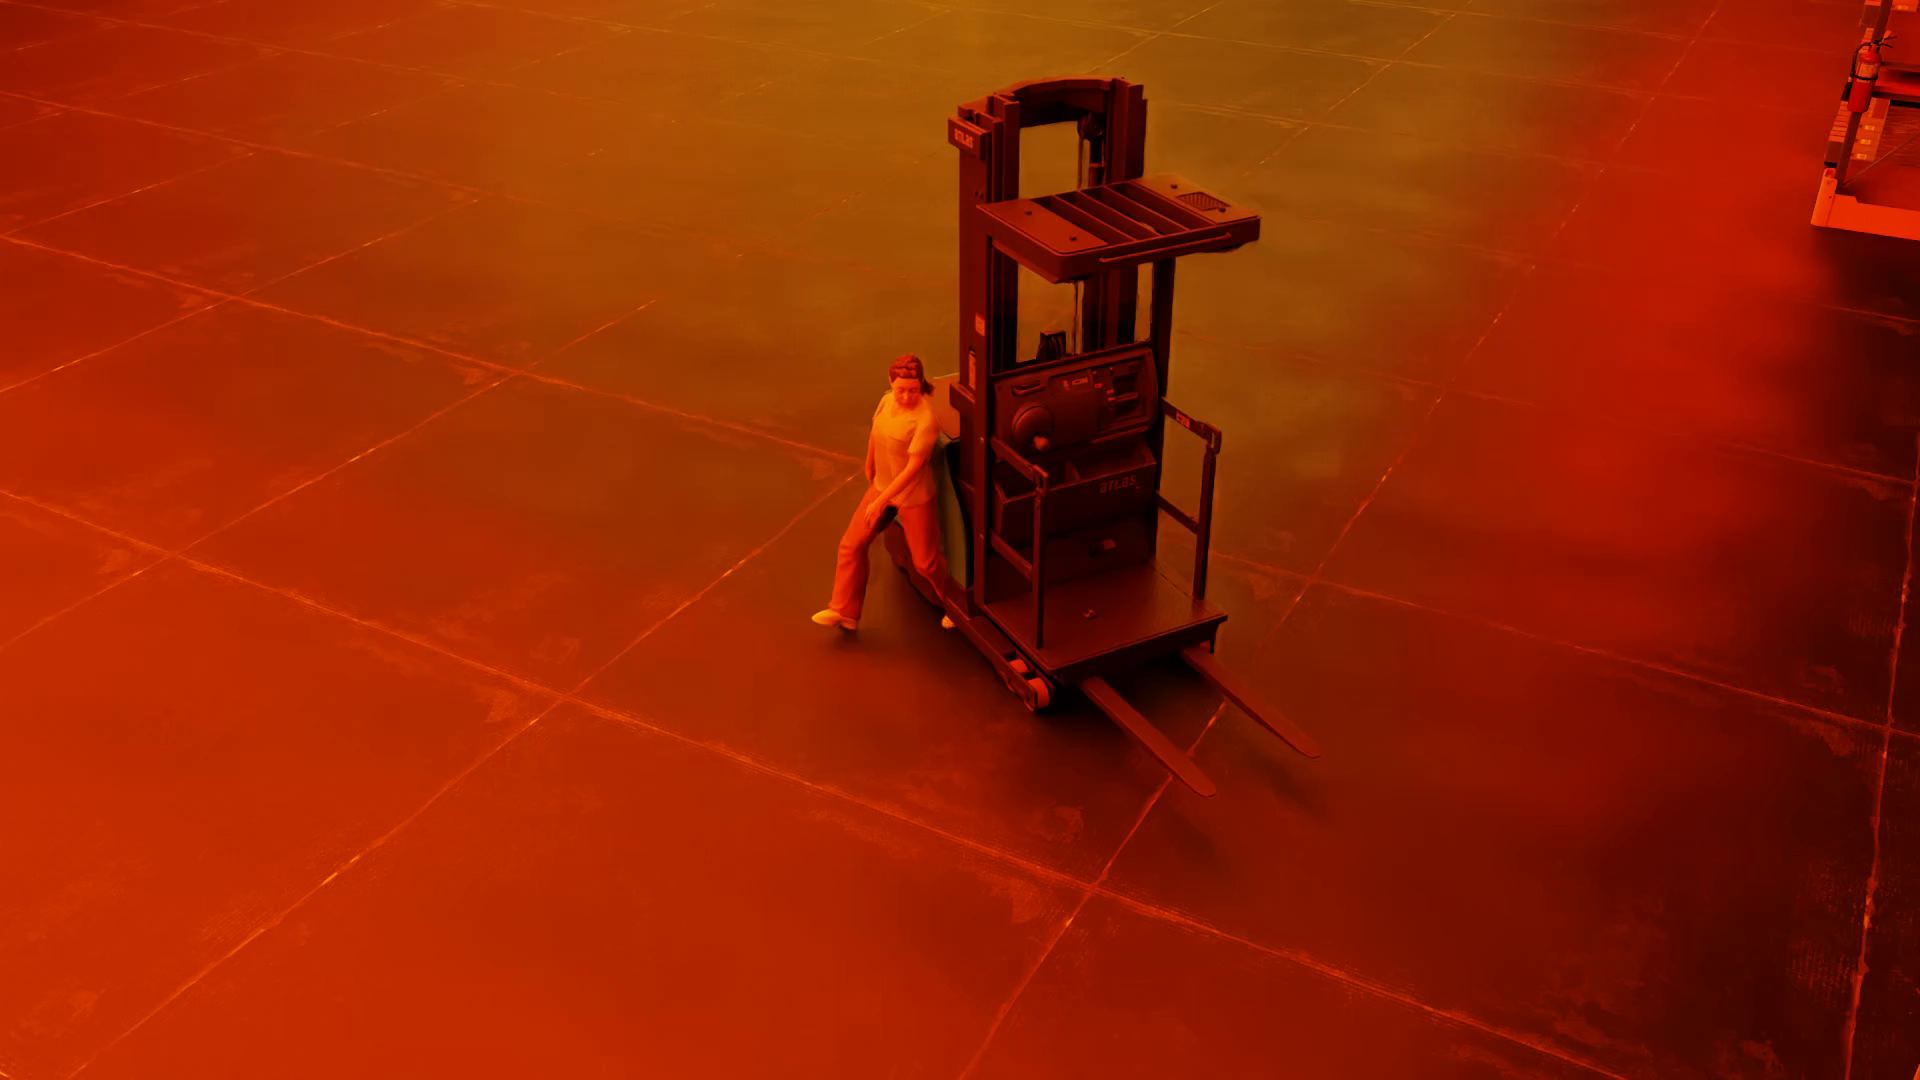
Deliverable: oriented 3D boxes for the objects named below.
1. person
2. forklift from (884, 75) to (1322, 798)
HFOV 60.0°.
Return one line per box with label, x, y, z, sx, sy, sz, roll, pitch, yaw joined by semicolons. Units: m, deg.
person;-0.351;-0.289;8.863;0.609;1.556;0.728;26;39;37
forklift;0.694;-0.656;8.207;1.130;2.935;3.031;-15;33;-24
